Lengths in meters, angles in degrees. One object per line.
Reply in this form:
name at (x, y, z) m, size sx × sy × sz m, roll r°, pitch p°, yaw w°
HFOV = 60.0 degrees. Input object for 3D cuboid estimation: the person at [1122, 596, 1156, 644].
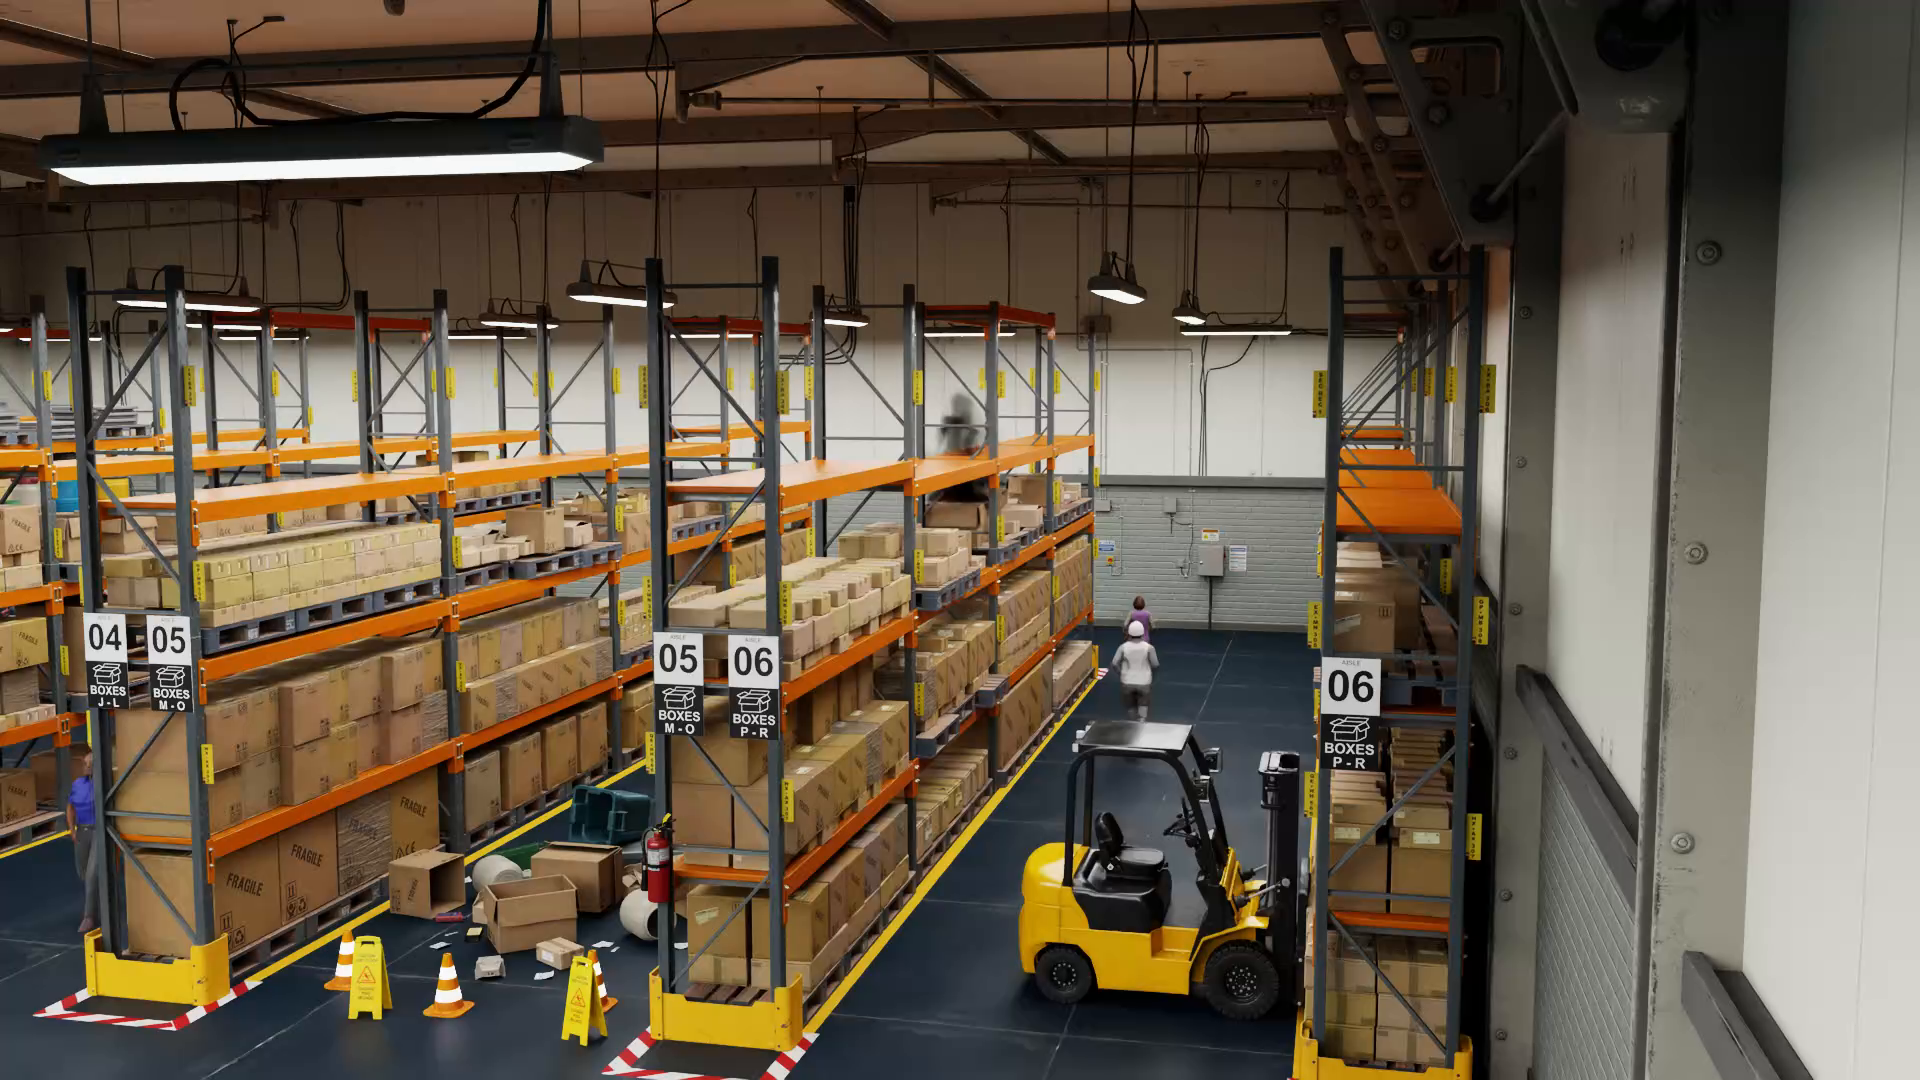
person at (2.866, 1.689, 26.622) m, size 0.544 × 1.591 × 0.840 m, roll 1°, pitch 6°, yaw 5°

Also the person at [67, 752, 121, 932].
person at (-8.148, 2.804, 15.742) m, size 0.568 × 1.623 × 0.866 m, roll 0°, pitch 6°, yaw 3°

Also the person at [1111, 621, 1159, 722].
person at (2.433, 1.979, 23.071) m, size 0.660 × 1.734 × 0.688 m, roll 1°, pitch 6°, yaw 8°
